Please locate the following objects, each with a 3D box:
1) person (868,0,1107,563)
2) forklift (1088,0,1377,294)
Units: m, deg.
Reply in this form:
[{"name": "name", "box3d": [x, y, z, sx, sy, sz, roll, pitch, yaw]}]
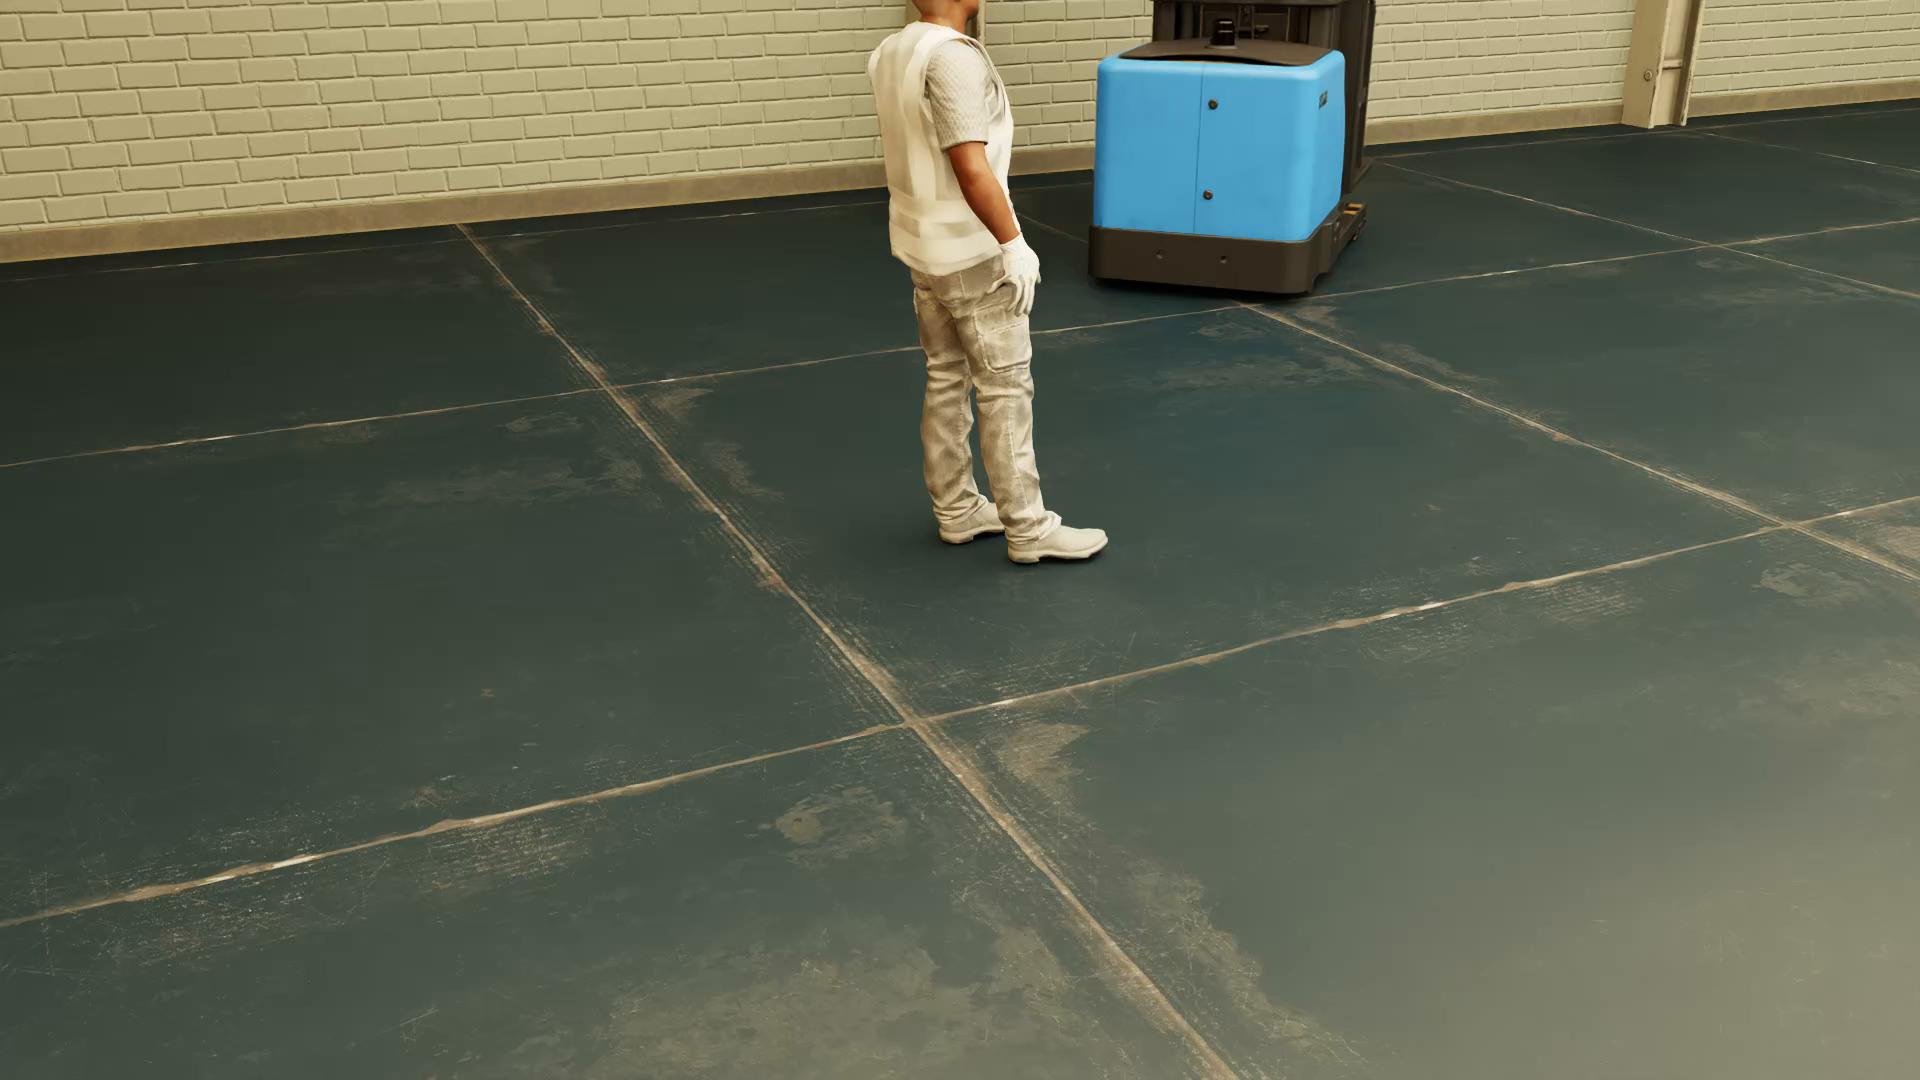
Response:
[{"name": "person", "box3d": [0.069, -0.837, 4.784, 0.575, 1.779, 0.657, -10, 25, -23]}, {"name": "forklift", "box3d": [1.610, -3.020, 8.557, 1.130, 2.935, 3.031, 8, 24, 19]}]
